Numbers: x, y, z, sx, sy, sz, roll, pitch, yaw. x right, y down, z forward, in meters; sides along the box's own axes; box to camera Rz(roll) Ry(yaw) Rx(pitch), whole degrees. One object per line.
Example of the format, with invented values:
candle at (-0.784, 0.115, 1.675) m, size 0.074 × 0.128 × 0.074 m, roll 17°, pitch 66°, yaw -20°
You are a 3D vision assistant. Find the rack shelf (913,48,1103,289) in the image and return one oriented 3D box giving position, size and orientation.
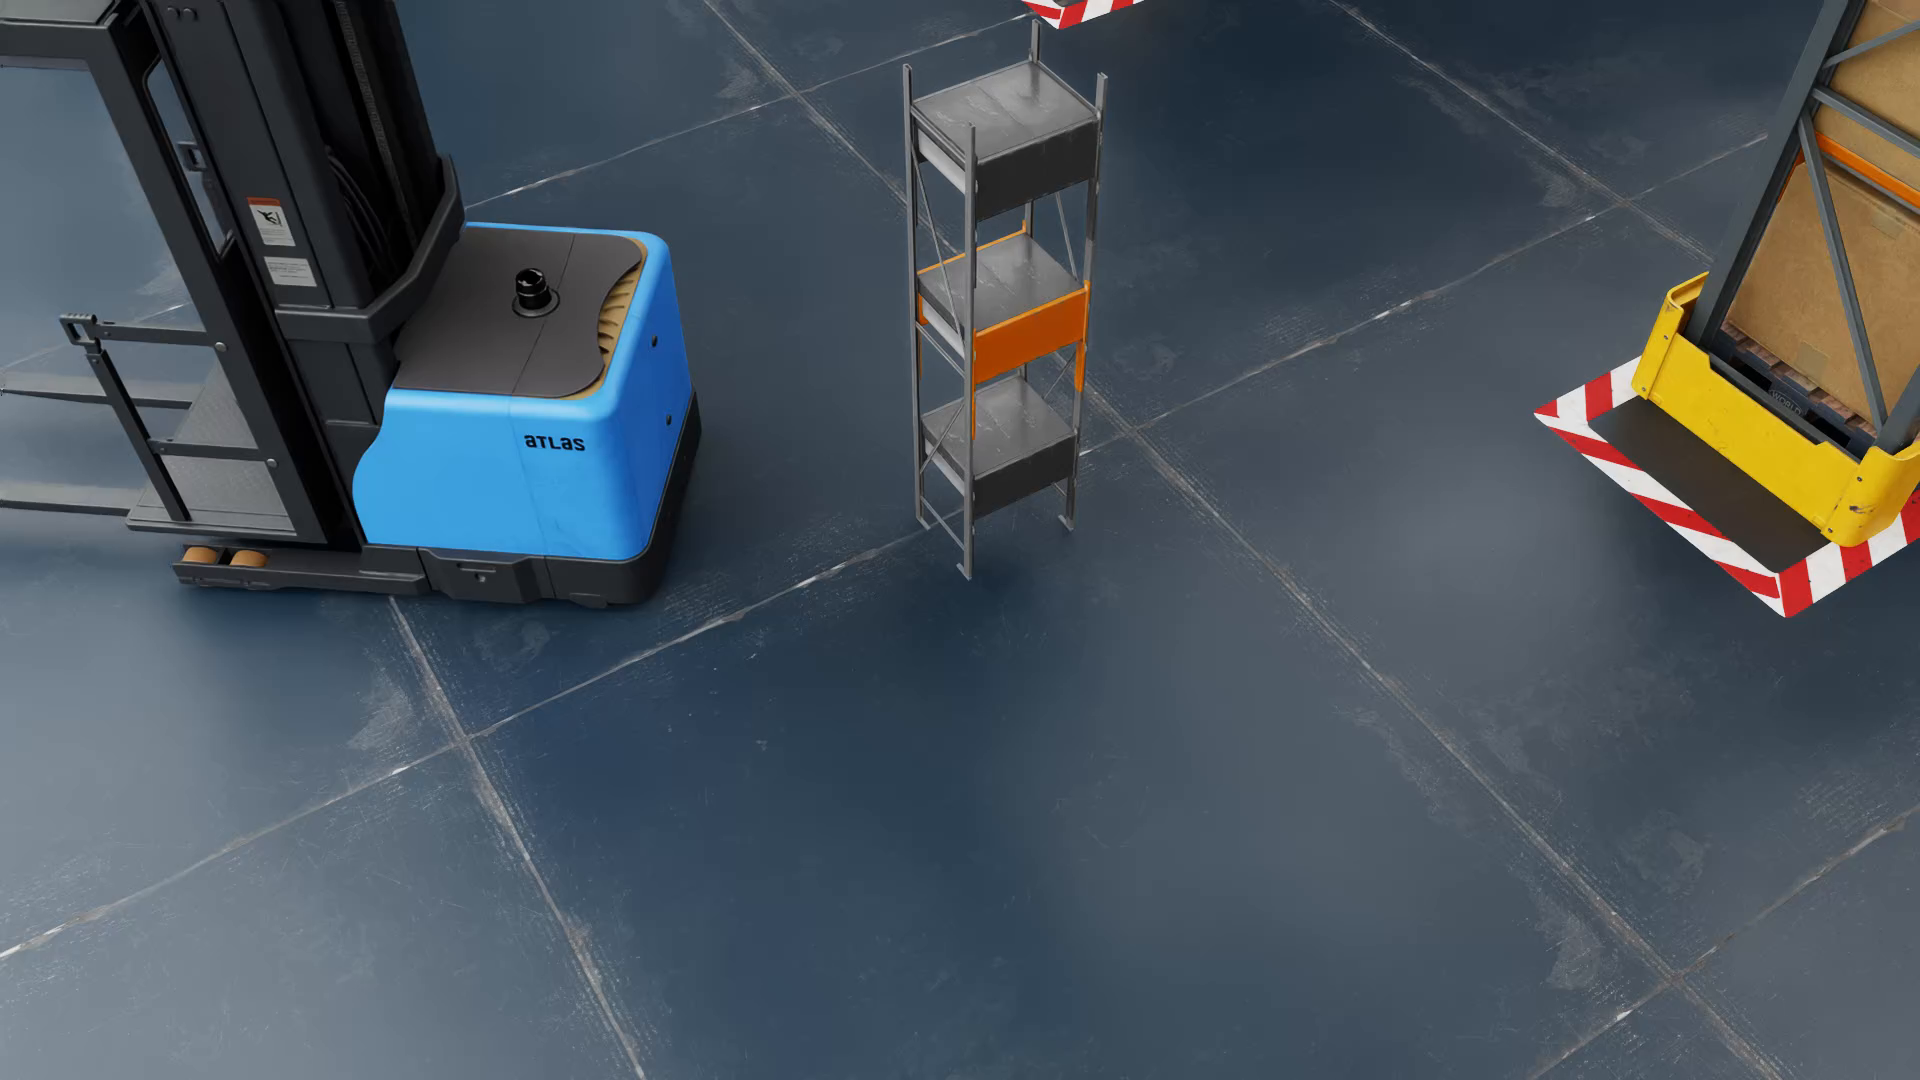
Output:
rack shelf at (0.140, -1.221, 5.457) m, size 0.480 × 0.518 × 0.431 m, roll -25°, pitch 53°, yaw -21°

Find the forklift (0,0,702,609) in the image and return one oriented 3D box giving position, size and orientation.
forklift at (-2.635, -1.168, 5.773) m, size 3.031 × 2.935 × 1.130 m, roll 4°, pitch 48°, yaw 3°

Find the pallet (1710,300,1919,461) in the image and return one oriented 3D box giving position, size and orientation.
pallet at (4.034, -0.837, 7.299) m, size 1.213 × 0.211 × 1.003 m, roll -25°, pitch 53°, yaw -21°

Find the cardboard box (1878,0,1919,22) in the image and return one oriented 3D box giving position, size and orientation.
cardboard box at (3.734, -1.929, 5.581) m, size 0.550 × 0.550 × 0.875 m, roll -25°, pitch 53°, yaw -21°

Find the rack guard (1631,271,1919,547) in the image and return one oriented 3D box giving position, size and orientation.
rack guard at (3.379, -0.555, 6.855) m, size 0.348 × 0.500 × 1.175 m, roll -25°, pitch 53°, yaw -21°

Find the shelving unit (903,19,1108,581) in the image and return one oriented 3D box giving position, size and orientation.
shelving unit at (0.140, -0.764, 5.970) m, size 0.503 × 2.100 × 0.431 m, roll -25°, pitch 53°, yaw -21°

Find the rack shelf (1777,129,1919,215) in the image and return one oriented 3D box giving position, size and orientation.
rack shelf at (5.091, -1.954, 6.909) m, size 4.000 × 0.370 × 1.077 m, roll -25°, pitch 53°, yaw -21°

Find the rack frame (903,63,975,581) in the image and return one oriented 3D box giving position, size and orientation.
rack frame at (-0.066, -0.667, 5.883) m, size 0.015 × 2.100 × 0.400 m, roll -25°, pitch 53°, yaw -21°

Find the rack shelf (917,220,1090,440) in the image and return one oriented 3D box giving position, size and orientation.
rack shelf at (0.140, -0.755, 5.980) m, size 0.480 × 0.518 × 0.431 m, roll -25°, pitch 53°, yaw -21°

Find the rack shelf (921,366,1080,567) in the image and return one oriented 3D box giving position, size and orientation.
rack shelf at (0.140, -0.290, 6.503) m, size 0.480 × 0.518 × 0.431 m, roll -25°, pitch 53°, yaw -21°

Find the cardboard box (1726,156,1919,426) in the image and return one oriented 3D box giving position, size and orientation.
cardboard box at (3.937, -1.141, 6.845) m, size 0.875 × 0.875 × 0.875 m, roll -25°, pitch 53°, yaw -21°

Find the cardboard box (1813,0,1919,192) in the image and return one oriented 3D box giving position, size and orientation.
cardboard box at (3.689, -1.623, 6.031) m, size 0.550 × 0.550 × 0.875 m, roll -25°, pitch 53°, yaw -21°

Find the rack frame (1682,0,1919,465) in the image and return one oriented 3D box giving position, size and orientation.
rack frame at (3.399, -1.396, 5.930) m, size 0.127 × 3.000 × 1.000 m, roll -25°, pitch 53°, yaw -21°

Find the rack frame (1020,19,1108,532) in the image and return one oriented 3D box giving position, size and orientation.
rack frame at (0.346, -0.861, 6.057) m, size 0.015 × 2.100 × 0.400 m, roll -25°, pitch 53°, yaw -21°
